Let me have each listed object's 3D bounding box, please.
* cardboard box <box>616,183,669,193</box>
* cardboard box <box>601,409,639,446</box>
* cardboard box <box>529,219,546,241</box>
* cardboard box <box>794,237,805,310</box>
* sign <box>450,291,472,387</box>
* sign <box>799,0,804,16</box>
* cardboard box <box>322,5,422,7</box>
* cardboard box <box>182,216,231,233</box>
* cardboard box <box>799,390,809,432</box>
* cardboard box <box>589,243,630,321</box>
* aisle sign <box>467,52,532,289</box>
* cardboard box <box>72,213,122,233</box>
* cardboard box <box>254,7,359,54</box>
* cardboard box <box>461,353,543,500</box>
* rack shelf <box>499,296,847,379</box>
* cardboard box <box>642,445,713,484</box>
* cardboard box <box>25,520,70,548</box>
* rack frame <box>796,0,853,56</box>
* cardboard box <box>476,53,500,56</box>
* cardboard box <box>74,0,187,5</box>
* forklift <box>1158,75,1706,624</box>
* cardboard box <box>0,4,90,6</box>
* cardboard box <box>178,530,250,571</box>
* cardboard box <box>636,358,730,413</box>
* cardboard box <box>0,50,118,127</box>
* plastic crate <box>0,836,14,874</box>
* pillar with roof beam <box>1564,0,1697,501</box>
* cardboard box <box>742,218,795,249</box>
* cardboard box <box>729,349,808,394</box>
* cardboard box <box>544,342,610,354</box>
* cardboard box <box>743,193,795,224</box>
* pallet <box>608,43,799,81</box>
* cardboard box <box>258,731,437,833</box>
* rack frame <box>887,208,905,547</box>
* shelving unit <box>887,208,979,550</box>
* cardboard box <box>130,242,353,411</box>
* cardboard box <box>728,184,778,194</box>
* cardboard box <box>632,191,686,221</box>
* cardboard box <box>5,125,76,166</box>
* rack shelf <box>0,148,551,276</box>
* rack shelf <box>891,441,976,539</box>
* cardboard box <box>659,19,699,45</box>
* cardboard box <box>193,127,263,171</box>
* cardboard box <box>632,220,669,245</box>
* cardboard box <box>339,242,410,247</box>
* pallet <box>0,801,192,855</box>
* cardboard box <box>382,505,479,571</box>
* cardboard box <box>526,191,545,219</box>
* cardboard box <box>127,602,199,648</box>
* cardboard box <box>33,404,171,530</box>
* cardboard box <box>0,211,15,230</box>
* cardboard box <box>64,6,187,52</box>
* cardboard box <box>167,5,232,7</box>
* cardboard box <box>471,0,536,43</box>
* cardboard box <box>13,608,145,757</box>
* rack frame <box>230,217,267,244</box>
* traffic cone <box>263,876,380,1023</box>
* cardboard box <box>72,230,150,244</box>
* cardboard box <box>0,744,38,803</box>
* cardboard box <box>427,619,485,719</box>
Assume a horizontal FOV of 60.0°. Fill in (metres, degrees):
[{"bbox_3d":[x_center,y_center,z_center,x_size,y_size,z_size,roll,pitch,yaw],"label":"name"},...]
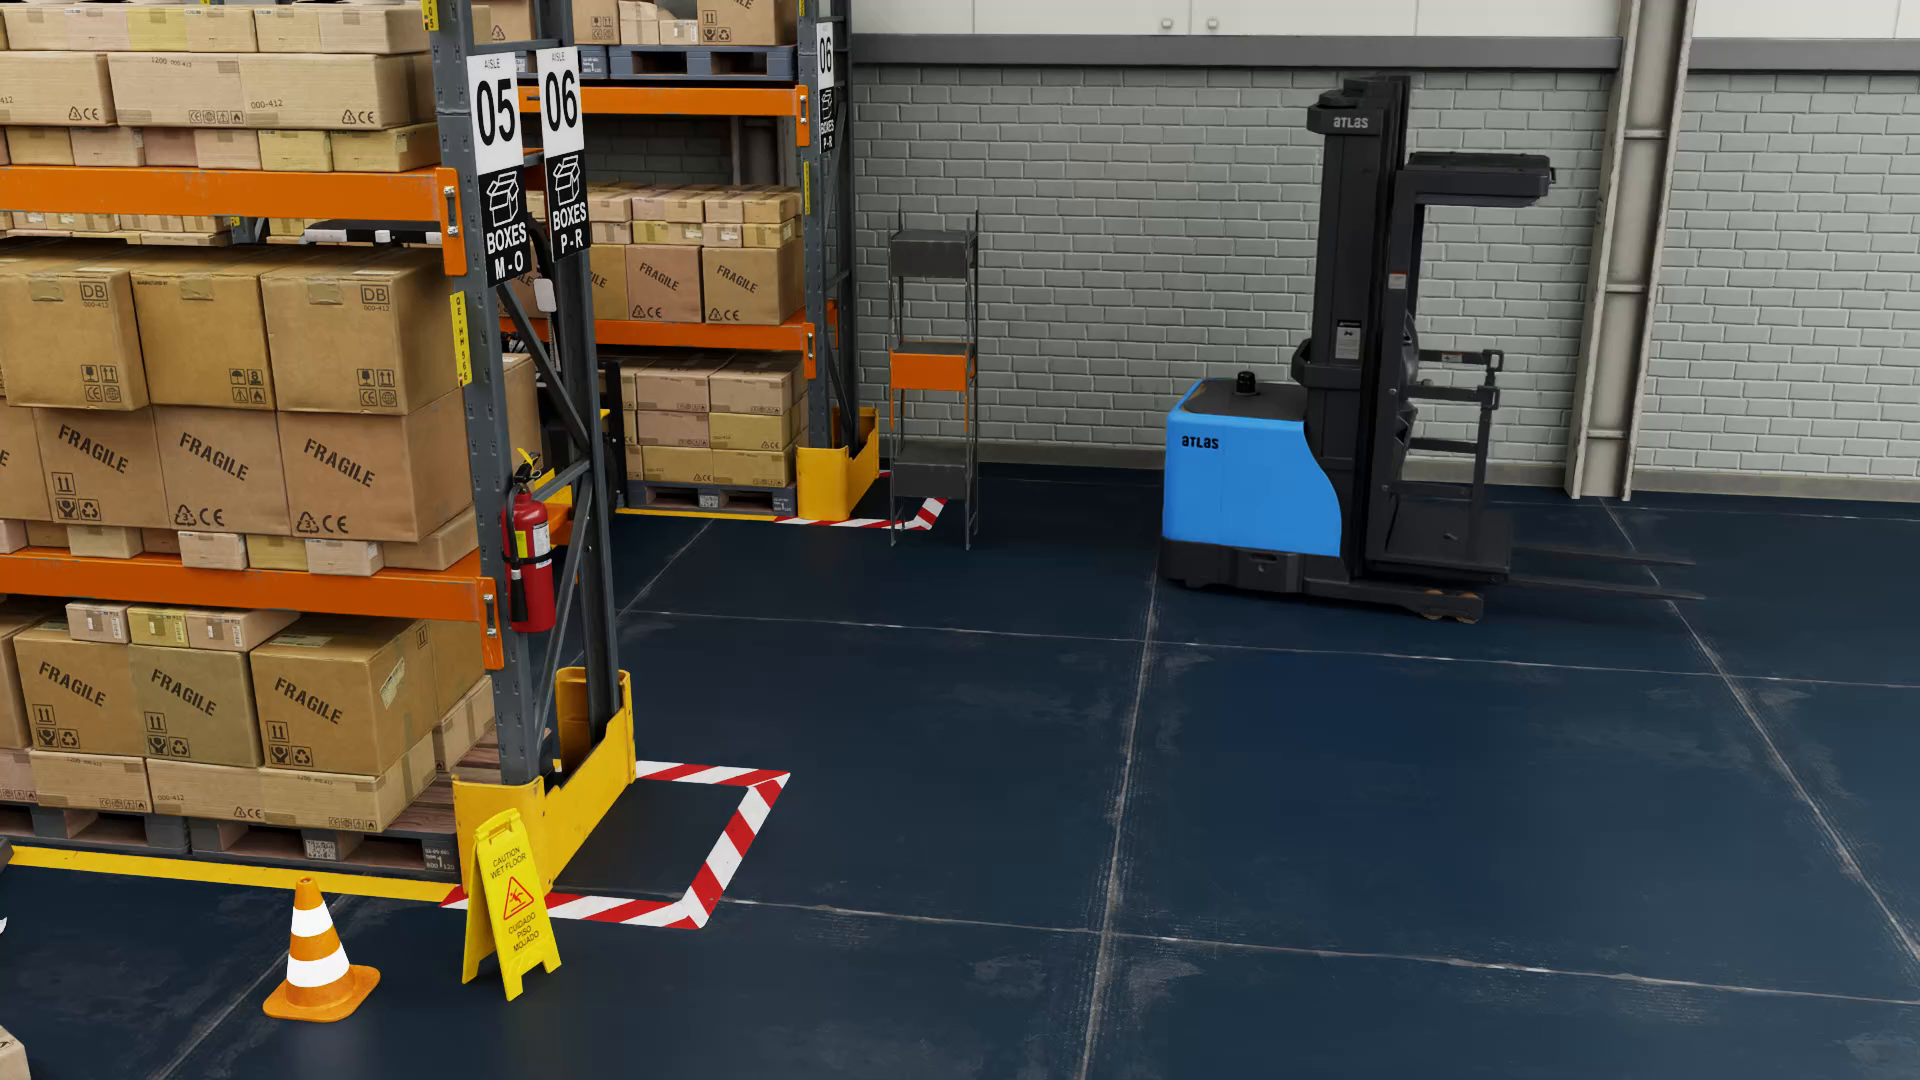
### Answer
[{"bbox_3d":[-2.189,-2.373,11.518,0.250,0.149,0.380,4,19,10],"label":"cardboard box"},{"bbox_3d":[-2.406,-0.845,11.483,0.500,0.250,0.500,2,19,7],"label":"cardboard box"},{"bbox_3d":[-2.758,-2.120,11.232,0.250,0.149,0.380,3,19,8],"label":"cardboard box"},{"bbox_3d":[-1.314,-1.897,11.588,0.500,0.500,0.500,4,19,10],"label":"cardboard box"},{"bbox_3d":[-1.760,-0.709,5.870,0.005,0.325,0.100,3,19,9],"label":"sign"},{"bbox_3d":[-0.969,-3.373,10.159,0.005,0.325,0.100,3,19,9],"label":"sign"},{"bbox_3d":[-2.222,-1.953,6.326,0.250,0.149,0.380,3,19,8],"label":"cardboard box"},{"bbox_3d":[-5.191,-2.242,11.595,0.250,0.149,0.380,4,19,11],"label":"cardboard box"},{"bbox_3d":[-1.300,-0.959,11.825,0.500,0.250,0.500,3,19,10],"label":"cardboard box"},{"bbox_3d":[-2.413,-1.782,11.245,0.500,0.500,0.500,3,19,8],"label":"cardboard box"},{"bbox_3d":[-1.637,-1.321,5.928,0.004,0.787,0.394,3,19,9],"label":"aisle sign"},{"bbox_3d":[-5.962,-2.249,11.619,0.250,0.149,0.380,2,19,7],"label":"cardboard box"},{"bbox_3d":[-2.282,-1.813,5.908,0.250,0.149,0.380,3,19,10],"label":"cardboard box"},{"bbox_3d":[-2.076,-0.482,6.889,0.500,0.500,0.500,3,19,8],"label":"cardboard box"},{"bbox_3d":[-2.844,-1.497,11.684,4.000,0.370,1.077,3,19,9],"label":"rack shelf"},{"bbox_3d":[-1.872,-0.586,11.497,0.500,0.250,0.500,3,19,9],"label":"cardboard box"},{"bbox_3d":[-3.562,-0.098,6.765,0.250,0.149,0.380,3,19,9],"label":"cardboard box"},{"bbox_3d":[-0.869,-4.583,10.317,0.127,3.000,1.000,3,19,9],"label":"rack frame"},{"bbox_3d":[-2.107,-1.784,6.447,0.500,0.250,0.500,3,19,8],"label":"cardboard box"},{"bbox_3d":[-5.572,-3.526,11.207,0.500,0.311,0.500,2,19,7],"label":"cardboard box"},{"bbox_3d":[2.766,-1.108,9.494,3.031,2.935,1.130,6,19,17],"label":"forklift"},{"bbox_3d":[-3.708,-2.070,6.673,0.250,0.149,0.380,3,19,9],"label":"cardboard box"},{"bbox_3d":[-2.832,-0.016,6.520,0.250,0.149,0.380,3,19,10],"label":"cardboard box"},{"bbox_3d":[-1.878,-1.056,11.329,0.500,0.250,0.500,3,19,10],"label":"cardboard box"},{"bbox_3d":[-3.210,-1.666,6.097,0.500,0.250,0.500,3,19,10],"label":"cardboard box"},{"bbox_3d":[-4.182,1.337,6.682,0.583,0.080,0.402,-3,19,-10],"label":"plastic crate"},{"bbox_3d":[3.828,-3.249,6.332,0.400,9.000,9.100,3,19,9],"label":"pillar with roof beam"},{"bbox_3d":[-1.256,-2.022,10.940,0.250,0.149,0.380,3,19,9],"label":"cardboard box"},{"bbox_3d":[-1.313,-1.191,11.730,0.500,0.250,0.500,3,19,8],"label":"cardboard box"},{"bbox_3d":[-2.804,-1.271,11.970,0.500,0.250,0.500,3,19,8],"label":"cardboard box"},{"bbox_3d":[-1.256,-2.186,10.960,0.250,0.149,0.380,3,19,9],"label":"cardboard box"},{"bbox_3d":[-1.563,-3.162,10.938,1.213,0.211,1.003,3,19,9],"label":"pallet"},{"bbox_3d":[-2.517,0.965,6.864,0.500,0.250,0.500,3,19,8],"label":"cardboard box"},{"bbox_3d":[-0.404,-1.016,10.531,0.015,2.100,0.400,3,19,9],"label":"rack frame"},{"bbox_3d":[-0.163,-1.004,10.495,0.503,2.100,0.431,3,19,9],"label":"shelving unit"},{"bbox_3d":[-2.690,-0.830,6.355,0.500,0.500,0.700,3,19,9],"label":"cardboard box"},{"bbox_3d":[-1.419,-2.351,11.452,0.250,0.149,0.380,4,19,11],"label":"cardboard box"},{"bbox_3d":[-2.001,-2.229,11.089,0.250,0.149,0.380,3,19,9],"label":"cardboard box"},{"bbox_3d":[-3.309,-1.489,6.195,0.250,0.149,0.380,2,19,7],"label":"cardboard box"},{"bbox_3d":[-3.627,-1.364,6.560,4.000,0.370,1.077,3,19,9],"label":"rack shelf"},{"bbox_3d":[-0.163,-0.327,10.721,0.480,0.518,0.431,3,19,9],"label":"rack shelf"},{"bbox_3d":[-1.735,-3.234,10.591,0.250,0.149,0.380,2,19,7],"label":"cardboard box"},{"bbox_3d":[-2.557,-1.442,6.055,0.250,0.149,0.380,3,19,10],"label":"cardboard box"},{"bbox_3d":[-2.002,-2.074,11.095,0.250,0.149,0.380,3,19,8],"label":"cardboard box"},{"bbox_3d":[-3.905,-1.861,11.481,0.500,0.500,0.500,3,19,10],"label":"cardboard box"},{"bbox_3d":[-3.725,1.022,7.416,1.213,0.211,1.003,3,19,9],"label":"pallet"},{"bbox_3d":[-2.056,-0.015,6.517,0.250,0.149,0.380,4,19,10],"label":"cardboard box"},{"bbox_3d":[-2.771,-2.261,11.185,0.250,0.149,0.380,3,19,9],"label":"cardboard box"},{"bbox_3d":[-3.106,0.289,6.678,0.250,0.149,0.380,3,19,10],"label":"cardboard box"},{"bbox_3d":[-3.219,-0.365,6.540,0.500,0.500,0.500,3,19,8],"label":"cardboard box"},{"bbox_3d":[-6.731,-2.286,11.727,0.250,0.149,0.380,2,19,7],"label":"cardboard box"},{"bbox_3d":[-3.019,-1.864,6.059,0.250,0.149,0.380,3,19,9],"label":"cardboard box"},{"bbox_3d":[-2.955,-2.004,6.476,0.250,0.149,0.380,3,19,8],"label":"cardboard box"},{"bbox_3d":[-2.912,-3.526,10.904,0.637,0.503,0.797,4,19,10],"label":"cardboard box"},{"bbox_3d":[-3.498,0.555,6.906,0.500,0.500,0.500,2,19,7],"label":"cardboard box"},{"bbox_3d":[-4.818,-1.939,11.871,0.127,3.000,1.000,3,19,9],"label":"rack frame"},{"bbox_3d":[-2.282,1.403,5.880,0.334,0.463,0.336,3,19,9],"label":"traffic cone"},{"bbox_3d":[-5.853,-2.073,11.720,0.500,0.250,0.500,2,19,7],"label":"cardboard box"},{"bbox_3d":[-4.009,0.885,7.104,0.500,0.250,0.500,3,19,8],"label":"cardboard box"},{"bbox_3d":[-2.429,0.439,7.255,0.500,0.500,0.500,2,19,7],"label":"cardboard box"}]
